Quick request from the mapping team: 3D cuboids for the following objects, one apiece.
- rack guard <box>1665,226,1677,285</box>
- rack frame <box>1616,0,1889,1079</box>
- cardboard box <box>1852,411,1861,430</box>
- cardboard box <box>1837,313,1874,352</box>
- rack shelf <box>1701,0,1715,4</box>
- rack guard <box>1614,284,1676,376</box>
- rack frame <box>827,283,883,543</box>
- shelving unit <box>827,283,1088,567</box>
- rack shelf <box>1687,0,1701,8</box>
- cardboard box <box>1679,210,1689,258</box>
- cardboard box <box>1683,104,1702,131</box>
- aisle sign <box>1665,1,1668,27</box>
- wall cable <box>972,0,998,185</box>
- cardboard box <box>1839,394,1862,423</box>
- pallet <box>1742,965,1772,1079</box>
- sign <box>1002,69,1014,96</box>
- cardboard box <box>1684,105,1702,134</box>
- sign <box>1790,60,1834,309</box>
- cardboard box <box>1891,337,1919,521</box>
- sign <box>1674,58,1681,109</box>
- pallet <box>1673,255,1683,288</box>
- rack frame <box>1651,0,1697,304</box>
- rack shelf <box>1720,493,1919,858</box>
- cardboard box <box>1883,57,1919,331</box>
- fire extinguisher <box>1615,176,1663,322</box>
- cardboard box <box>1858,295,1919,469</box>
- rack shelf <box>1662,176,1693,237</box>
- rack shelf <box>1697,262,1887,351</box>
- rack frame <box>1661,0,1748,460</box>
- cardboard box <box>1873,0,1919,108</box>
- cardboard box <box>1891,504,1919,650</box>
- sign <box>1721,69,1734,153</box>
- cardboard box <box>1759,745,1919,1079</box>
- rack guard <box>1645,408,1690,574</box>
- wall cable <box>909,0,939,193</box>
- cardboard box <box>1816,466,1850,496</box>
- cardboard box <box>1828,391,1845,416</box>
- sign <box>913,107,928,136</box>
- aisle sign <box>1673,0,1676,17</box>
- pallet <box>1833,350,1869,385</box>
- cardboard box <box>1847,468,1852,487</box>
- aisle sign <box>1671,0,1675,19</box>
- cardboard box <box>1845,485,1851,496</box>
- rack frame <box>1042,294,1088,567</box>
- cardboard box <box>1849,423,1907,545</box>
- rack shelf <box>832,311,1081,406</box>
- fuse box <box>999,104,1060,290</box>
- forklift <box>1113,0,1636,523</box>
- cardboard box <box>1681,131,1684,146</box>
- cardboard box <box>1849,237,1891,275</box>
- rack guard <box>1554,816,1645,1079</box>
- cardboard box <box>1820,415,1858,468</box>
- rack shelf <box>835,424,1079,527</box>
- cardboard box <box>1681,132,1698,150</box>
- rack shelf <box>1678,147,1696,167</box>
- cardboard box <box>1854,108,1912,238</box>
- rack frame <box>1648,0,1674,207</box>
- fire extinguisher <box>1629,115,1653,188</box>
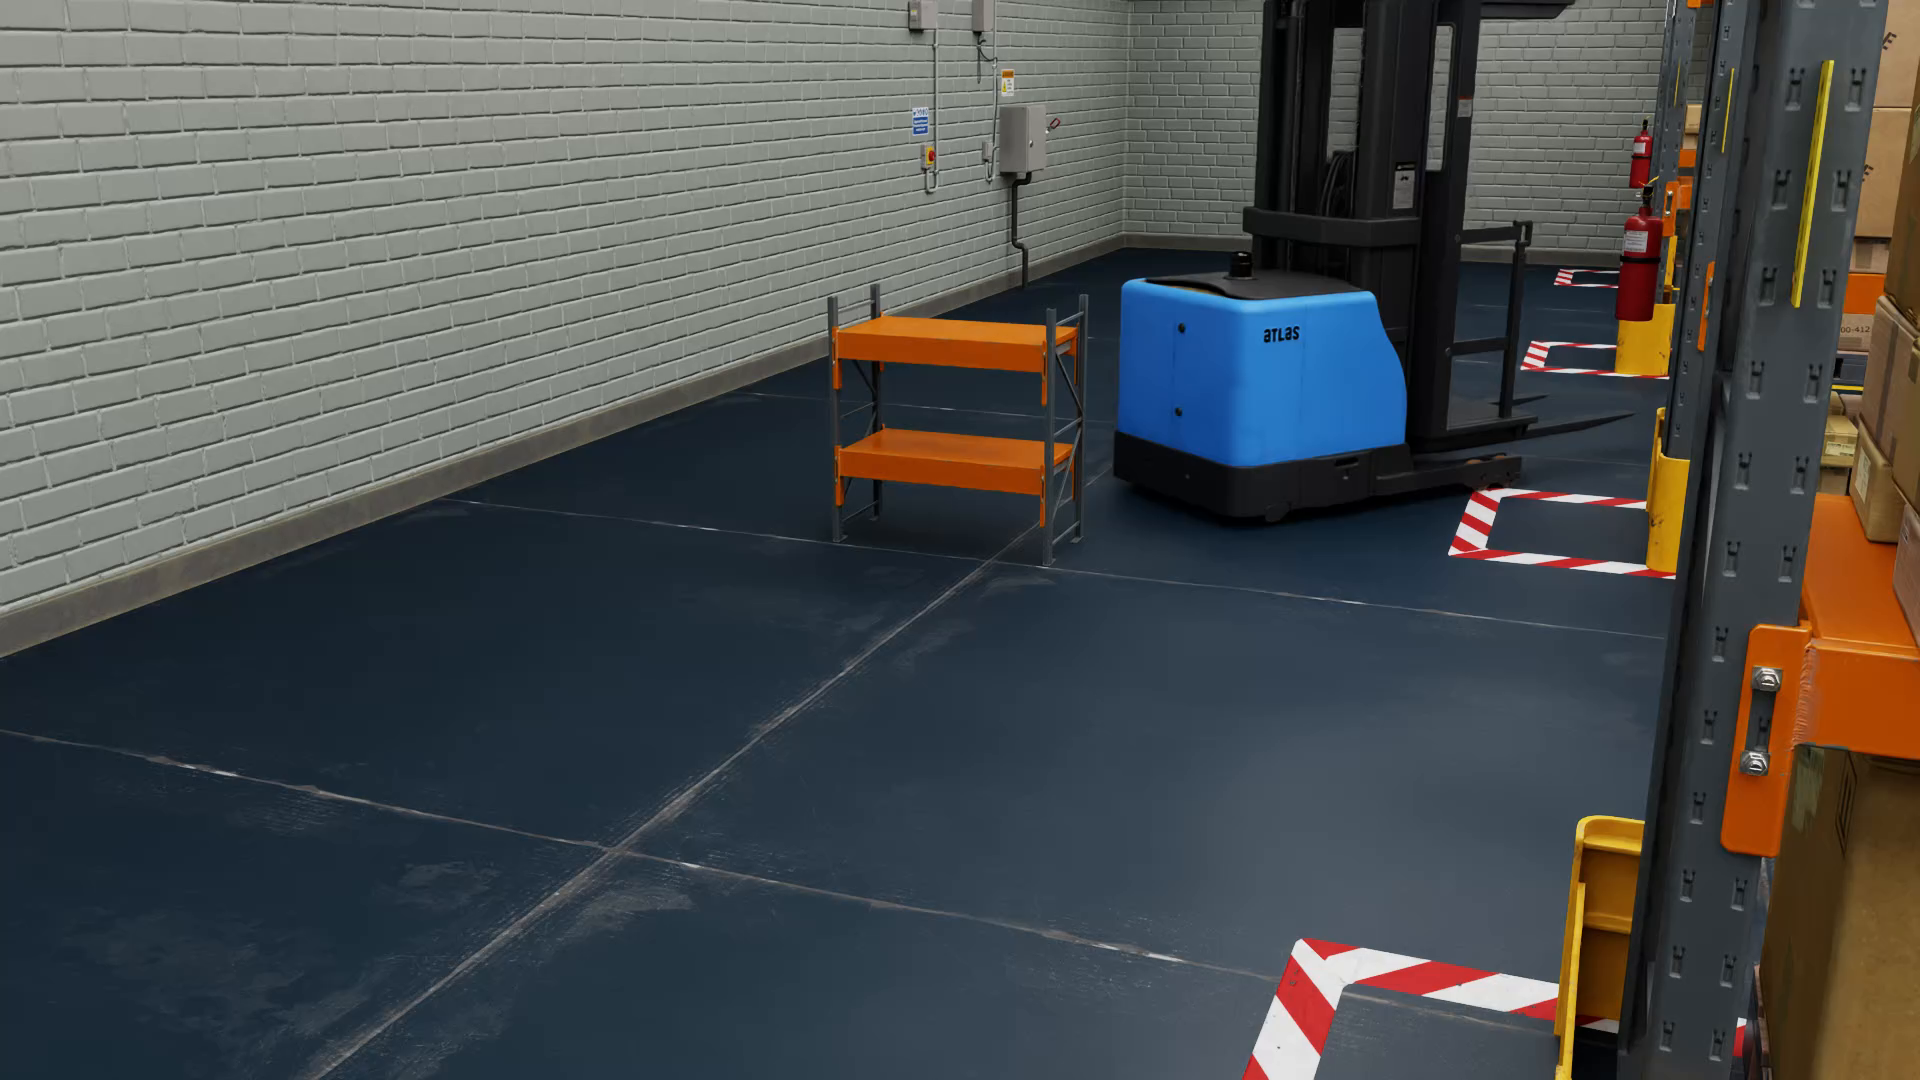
[{"bbox_3d":[6.894,-2.823,16.503,0.348,0.500,1.175,6,17,21],"label":"rack guard"},{"bbox_3d":[1.369,-0.174,2.892,0.127,3.000,1.000,6,17,21],"label":"rack frame"},{"bbox_3d":[3.946,-0.429,7.065,0.250,0.149,0.380,7,17,22],"label":"cardboard box"},{"bbox_3d":[6.510,-1.582,11.586,0.875,0.438,0.875,7,18,22],"label":"cardboard box"},{"bbox_3d":[8.683,-4.922,15.158,4.000,0.370,1.077,6,17,21],"label":"rack shelf"},{"bbox_3d":[4.983,-1.546,12.102,0.348,0.500,1.175,6,17,21],"label":"rack guard"},{"bbox_3d":[-0.479,-0.593,7.698,0.032,1.125,0.500,6,17,21],"label":"rack frame"},{"bbox_3d":[-0.006,-0.541,7.519,1.048,1.125,0.538,6,17,21],"label":"shelving unit"},{"bbox_3d":[6.866,-3.634,10.722,4.000,0.370,1.077,6,17,21],"label":"rack shelf"},{"bbox_3d":[7.357,-2.947,16.170,0.637,0.503,0.797,6,17,18],"label":"cardboard box"},{"bbox_3d":[7.348,-4.124,16.235,0.500,0.250,0.500,7,18,22],"label":"cardboard box"},{"bbox_3d":[6.652,-5.211,15.580,0.004,0.787,0.394,6,17,21],"label":"aisle sign"},{"bbox_3d":[0.261,-4.172,14.841,0.122,1.984,0.588,6,17,21],"label":"wall cable"},{"bbox_3d":[4.081,-0.539,7.443,0.250,0.149,0.380,7,17,22],"label":"cardboard box"},{"bbox_3d":[2.141,1.227,3.069,1.213,0.211,1.003,6,17,21],"label":"pallet"},{"bbox_3d":[0.445,-4.248,15.445,0.001,0.242,0.339,6,17,21],"label":"sign"},{"bbox_3d":[7.146,-3.986,15.760,0.500,0.250,0.500,6,17,21],"label":"cardboard box"},{"bbox_3d":[1.160,-0.484,2.266,0.005,0.325,0.100,6,17,21],"label":"sign"},{"bbox_3d":[1.716,-0.125,2.461,0.500,0.250,0.500,6,17,19],"label":"cardboard box"},{"bbox_3d":[4.796,-3.054,11.120,0.005,0.325,0.100,6,17,21],"label":"sign"},{"bbox_3d":[7.636,-2.603,16.263,1.213,0.211,1.003,6,17,21],"label":"pallet"},{"bbox_3d":[5.005,-2.744,11.745,0.127,3.000,1.000,6,17,21],"label":"rack frame"},{"bbox_3d":[3.229,0.376,2.287,4.000,0.370,1.077,6,17,21],"label":"rack shelf"},{"bbox_3d":[1.919,-0.623,2.830,0.500,0.500,0.500,7,17,21],"label":"cardboard box"},{"bbox_3d":[3.218,-1.379,7.851,0.183,0.674,0.296,6,17,21],"label":"fire extinguisher"},{"bbox_3d":[1.917,-0.264,2.938,0.500,0.250,0.500,6,17,20],"label":"cardboard box"},{"bbox_3d":[6.866,-2.194,11.141,4.000,0.370,1.077,6,17,21],"label":"rack shelf"},{"bbox_3d":[5.143,-0.900,6.683,4.000,0.370,1.077,6,17,21],"label":"rack shelf"},{"bbox_3d":[3.283,-1.450,7.287,0.127,3.000,1.000,6,17,21],"label":"rack frame"},{"bbox_3d":[3.603,-2.006,6.697,0.500,0.500,0.500,6,17,20],"label":"cardboard box"},{"bbox_3d":[1.578,0.069,2.507,0.250,0.149,0.380,6,17,21],"label":"cardboard box"},{"bbox_3d":[3.084,-1.725,6.682,0.005,0.325,0.100,6,17,21],"label":"sign"},{"bbox_3d":[1.994,0.690,2.975,0.875,0.875,0.875,6,17,21],"label":"cardboard box"},{"bbox_3d":[3.354,-0.242,7.609,0.348,0.500,1.175,6,17,21],"label":"rack guard"},{"bbox_3d":[-0.249,-3.818,13.565,0.123,1.953,0.585,6,17,21],"label":"wall cable"},{"bbox_3d":[3.676,-0.305,7.171,0.250,0.149,0.380,7,18,23],"label":"cardboard box"},{"bbox_3d":[3.868,-0.580,7.583,0.250,0.149,0.380,6,17,21],"label":"cardboard box"},{"bbox_3d":[-0.324,-3.438,13.652,0.001,0.218,0.327,6,17,21],"label":"sign"},{"bbox_3d":[4.832,-3.925,11.149,0.004,0.787,0.394,6,17,21],"label":"aisle sign"},{"bbox_3d":[5.778,-1.343,11.922,1.213,0.211,1.003,6,17,21],"label":"pallet"},{"bbox_3d":[3.910,-0.262,7.024,0.250,0.149,0.380,6,17,20],"label":"cardboard box"},{"bbox_3d":[5.052,-4.080,11.685,0.004,0.787,0.394,6,17,21],"label":"aisle sign"},{"bbox_3d":[3.926,-0.140,7.137,0.250,0.149,0.380,6,17,20],"label":"cardboard box"},{"bbox_3d":[0.467,-0.489,7.340,0.032,1.125,0.500,6,17,21],"label":"rack frame"},{"bbox_3d":[1.821,-0.102,3.096,0.250,0.149,0.380,7,17,22],"label":"cardboard box"},{"bbox_3d":[-0.006,-0.822,7.438,1.000,0.278,0.538,6,17,21],"label":"rack shelf"},{"bbox_3d":[0.658,-3.226,15.716,0.414,1.711,0.539,6,17,21],"label":"fuse box"},{"bbox_3d":[2.321,-1.772,8.520,3.031,2.935,1.130,-9,19,-29],"label":"forklift"},{"bbox_3d":[7.230,-3.947,16.339,0.250,0.149,0.380,6,17,20],"label":"cardboard box"},{"bbox_3d":[3.716,-1.196,6.863,0.250,0.149,0.380,7,18,23],"label":"cardboard box"},{"bbox_3d":[1.347,1.024,3.249,0.348,0.500,1.175,6,17,21],"label":"rack guard"},{"bbox_3d":[3.646,-0.426,7.055,0.250,0.149,0.380,5,17,18],"label":"cardboard box"},{"bbox_3d":[-0.006,-0.306,7.587,1.000,0.278,0.538,6,17,21],"label":"rack shelf"},{"bbox_3d":[7.028,-3.806,15.855,0.250,0.149,0.380,6,17,20],"label":"cardboard box"},{"bbox_3d":[8.683,-3.482,15.576,4.000,0.370,1.077,6,17,21],"label":"rack shelf"},{"bbox_3d":[3.599,-1.523,6.827,0.500,0.500,0.500,7,18,23],"label":"cardboard box"},{"bbox_3d":[6.823,-4.032,16.181,0.127,3.000,1.000,6,17,21],"label":"rack frame"},{"bbox_3d":[6.516,-3.711,15.883,0.183,0.674,0.296,6,17,21],"label":"fire extinguisher"}]
